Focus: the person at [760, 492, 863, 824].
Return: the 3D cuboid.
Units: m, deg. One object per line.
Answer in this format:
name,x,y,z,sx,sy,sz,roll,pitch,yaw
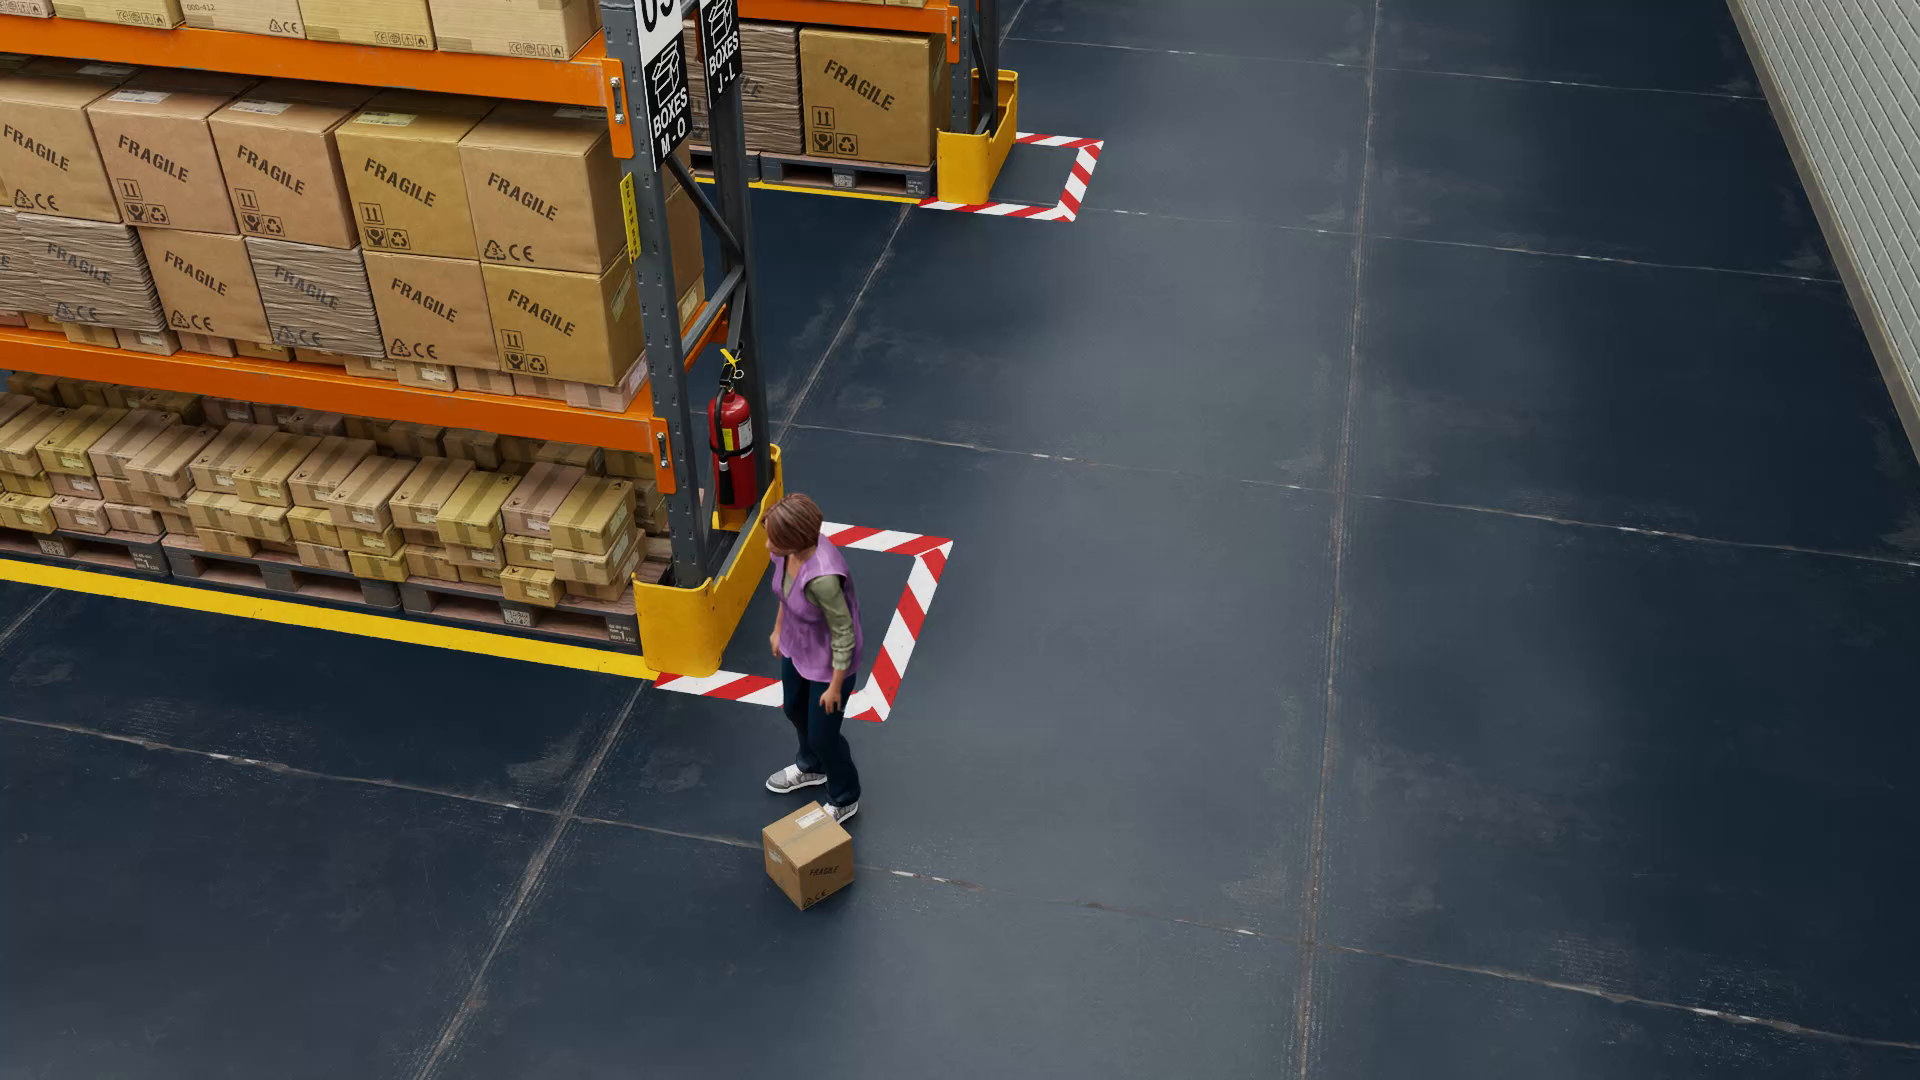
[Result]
person,-0.559,0.474,6.376,0.343,1.553,0.481,-22,42,-26
